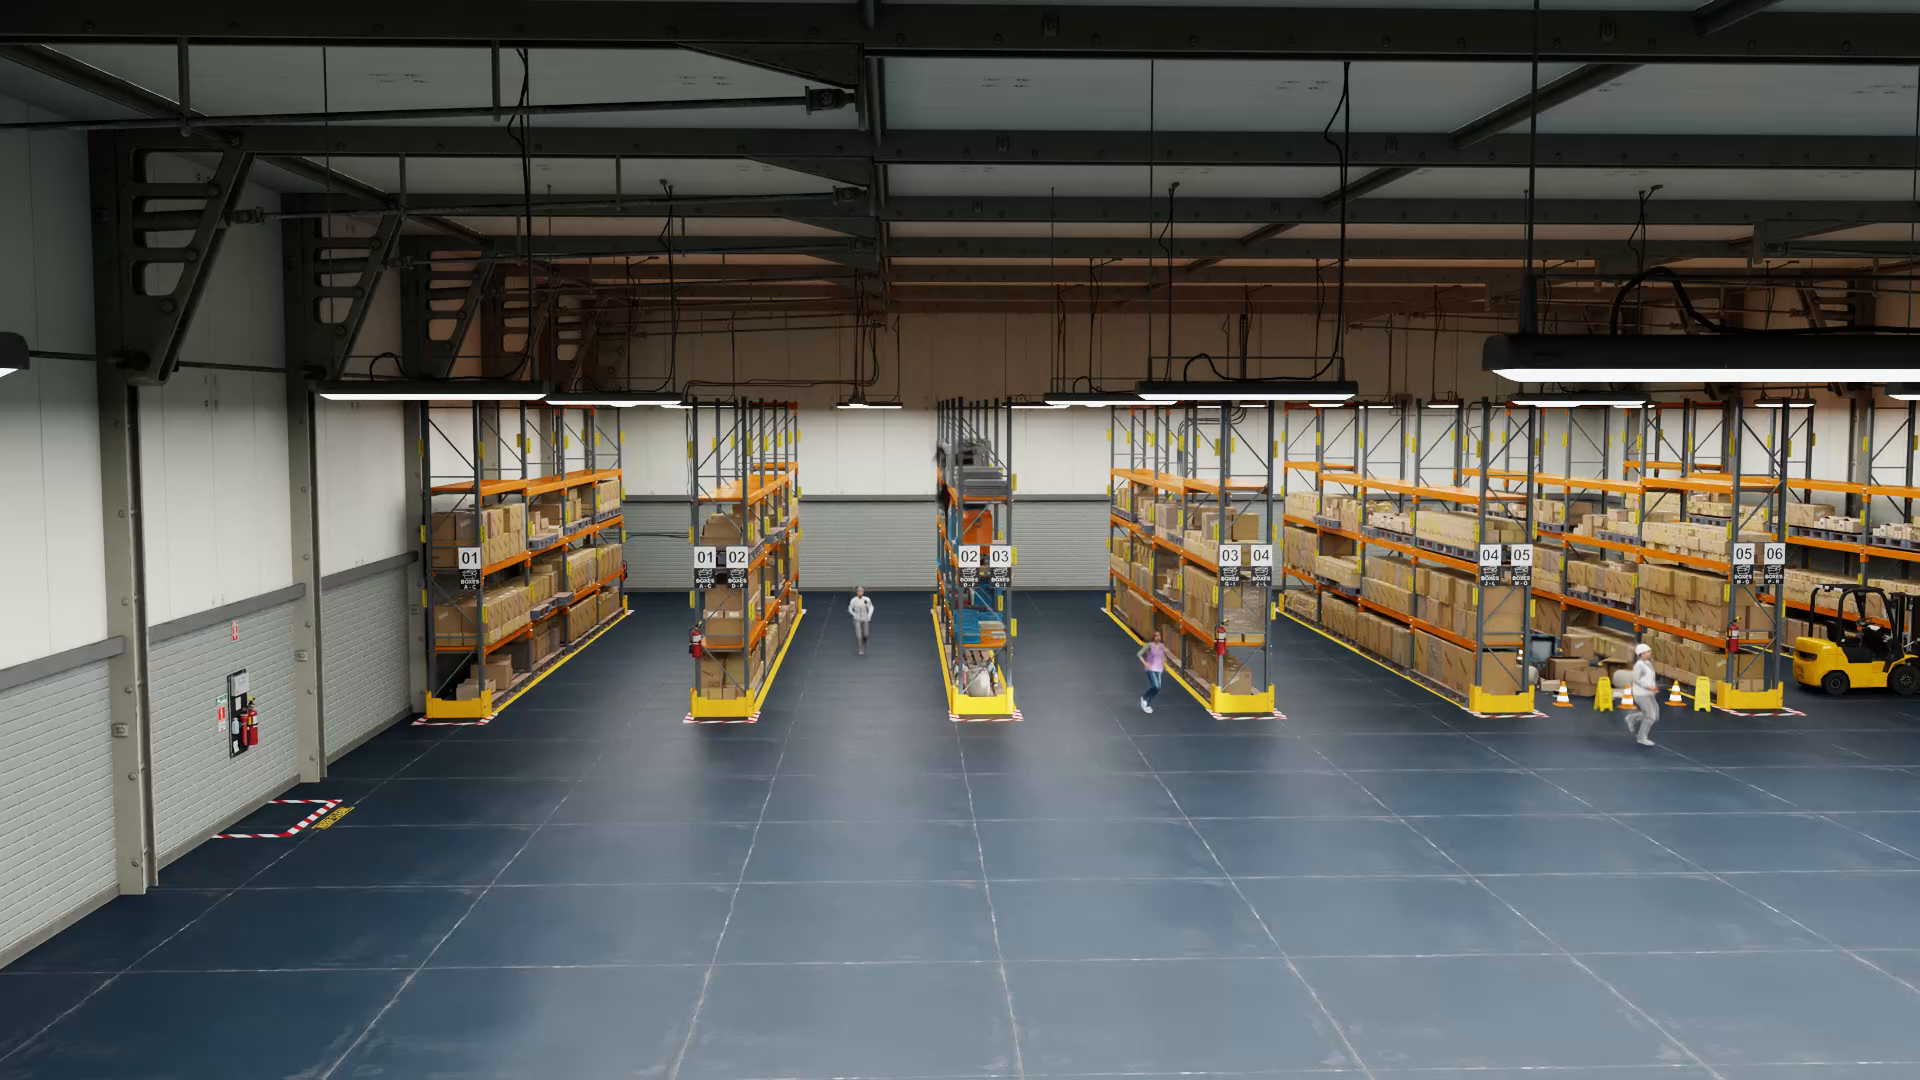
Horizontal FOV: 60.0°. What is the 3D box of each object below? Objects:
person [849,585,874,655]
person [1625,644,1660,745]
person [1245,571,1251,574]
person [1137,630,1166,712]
[{"bbox_3d":[-2.309,1.883,38.933,0.589,1.653,0.528,0,4,-5],"label":"person"},{"bbox_3d":[11.784,2.653,28.689,0.609,1.735,0.691,3,6,37],"label":"person"},{"bbox_3d":[8.008,1.243,47.945,0.854,1.631,0.501,3,5,36],"label":"person"},{"bbox_3d":[3.697,2.500,31.626,0.573,1.558,0.491,-3,5,-31],"label":"person"}]
